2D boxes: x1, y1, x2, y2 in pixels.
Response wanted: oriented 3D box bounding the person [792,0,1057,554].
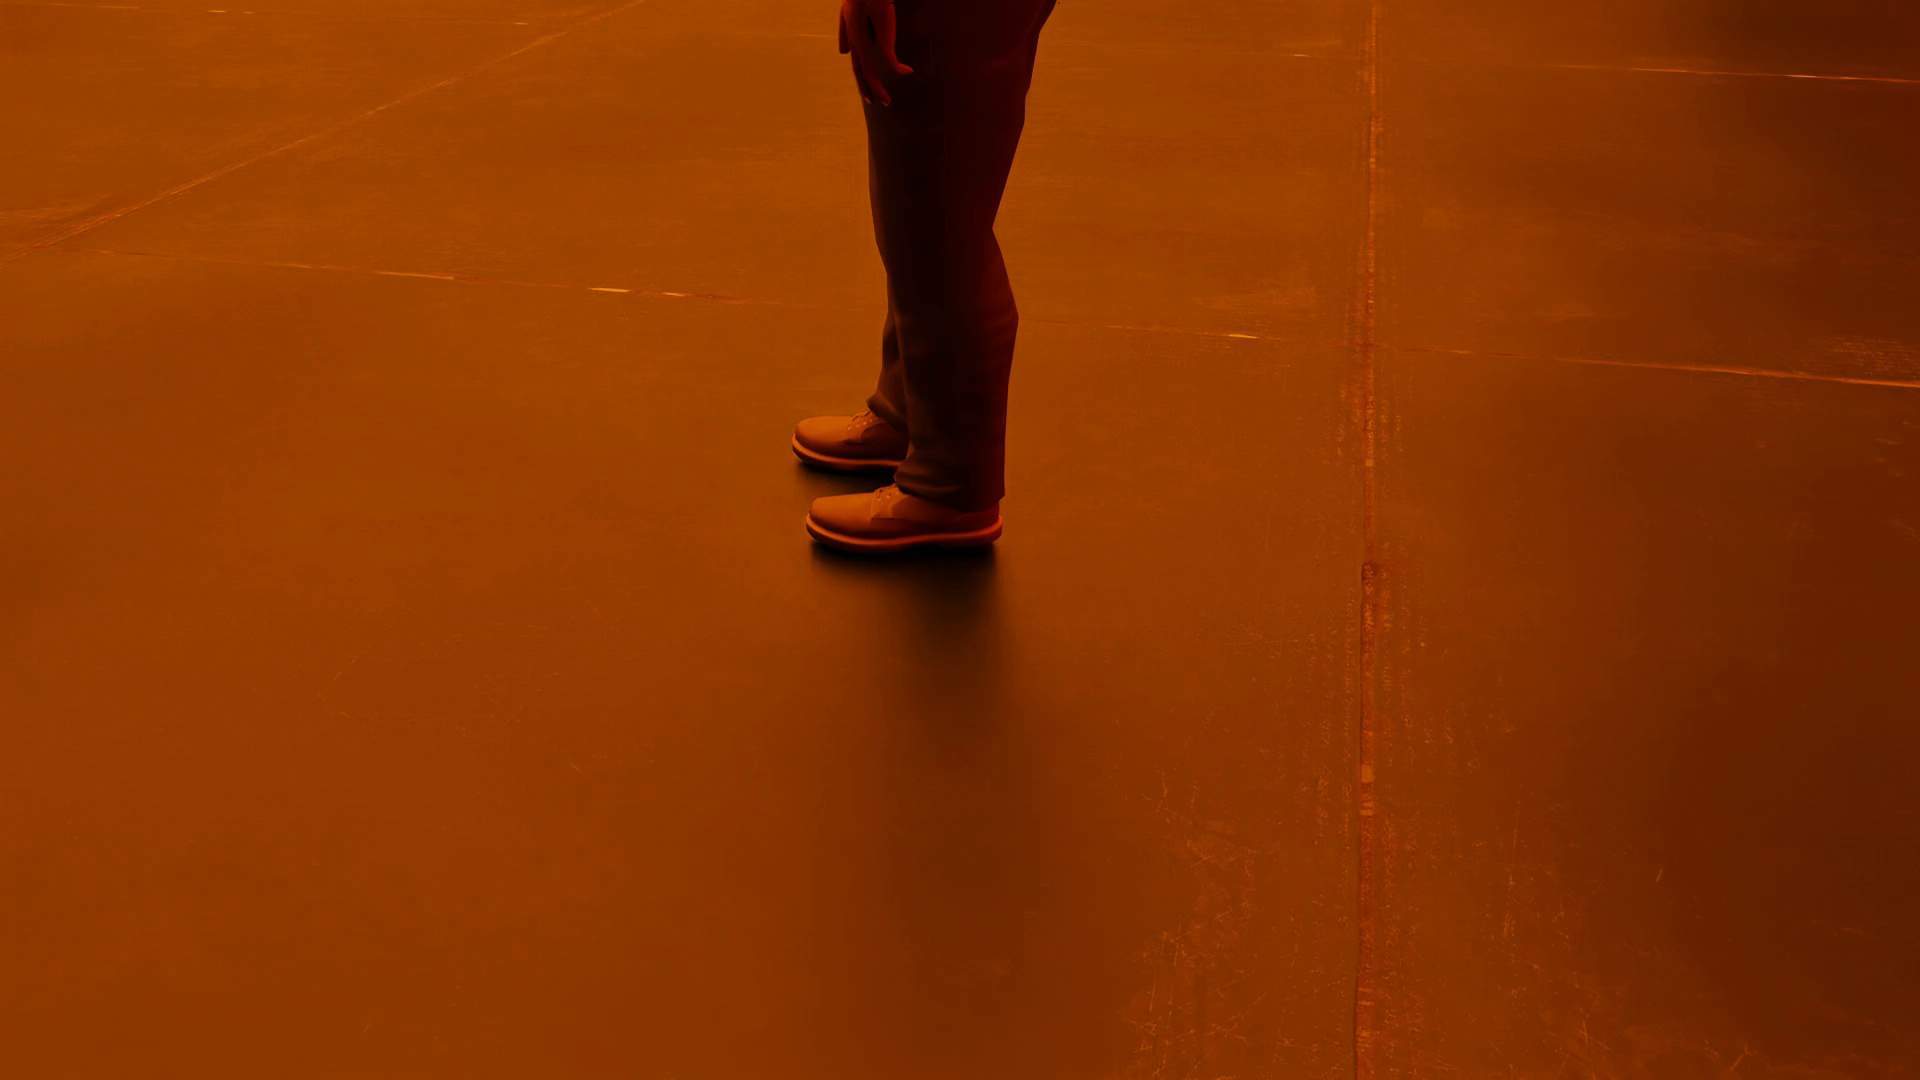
[{"bbox_3d":[-0.082,-0.762,2.158,0.503,1.656,0.570,6,27,11],"label":"person"}]
